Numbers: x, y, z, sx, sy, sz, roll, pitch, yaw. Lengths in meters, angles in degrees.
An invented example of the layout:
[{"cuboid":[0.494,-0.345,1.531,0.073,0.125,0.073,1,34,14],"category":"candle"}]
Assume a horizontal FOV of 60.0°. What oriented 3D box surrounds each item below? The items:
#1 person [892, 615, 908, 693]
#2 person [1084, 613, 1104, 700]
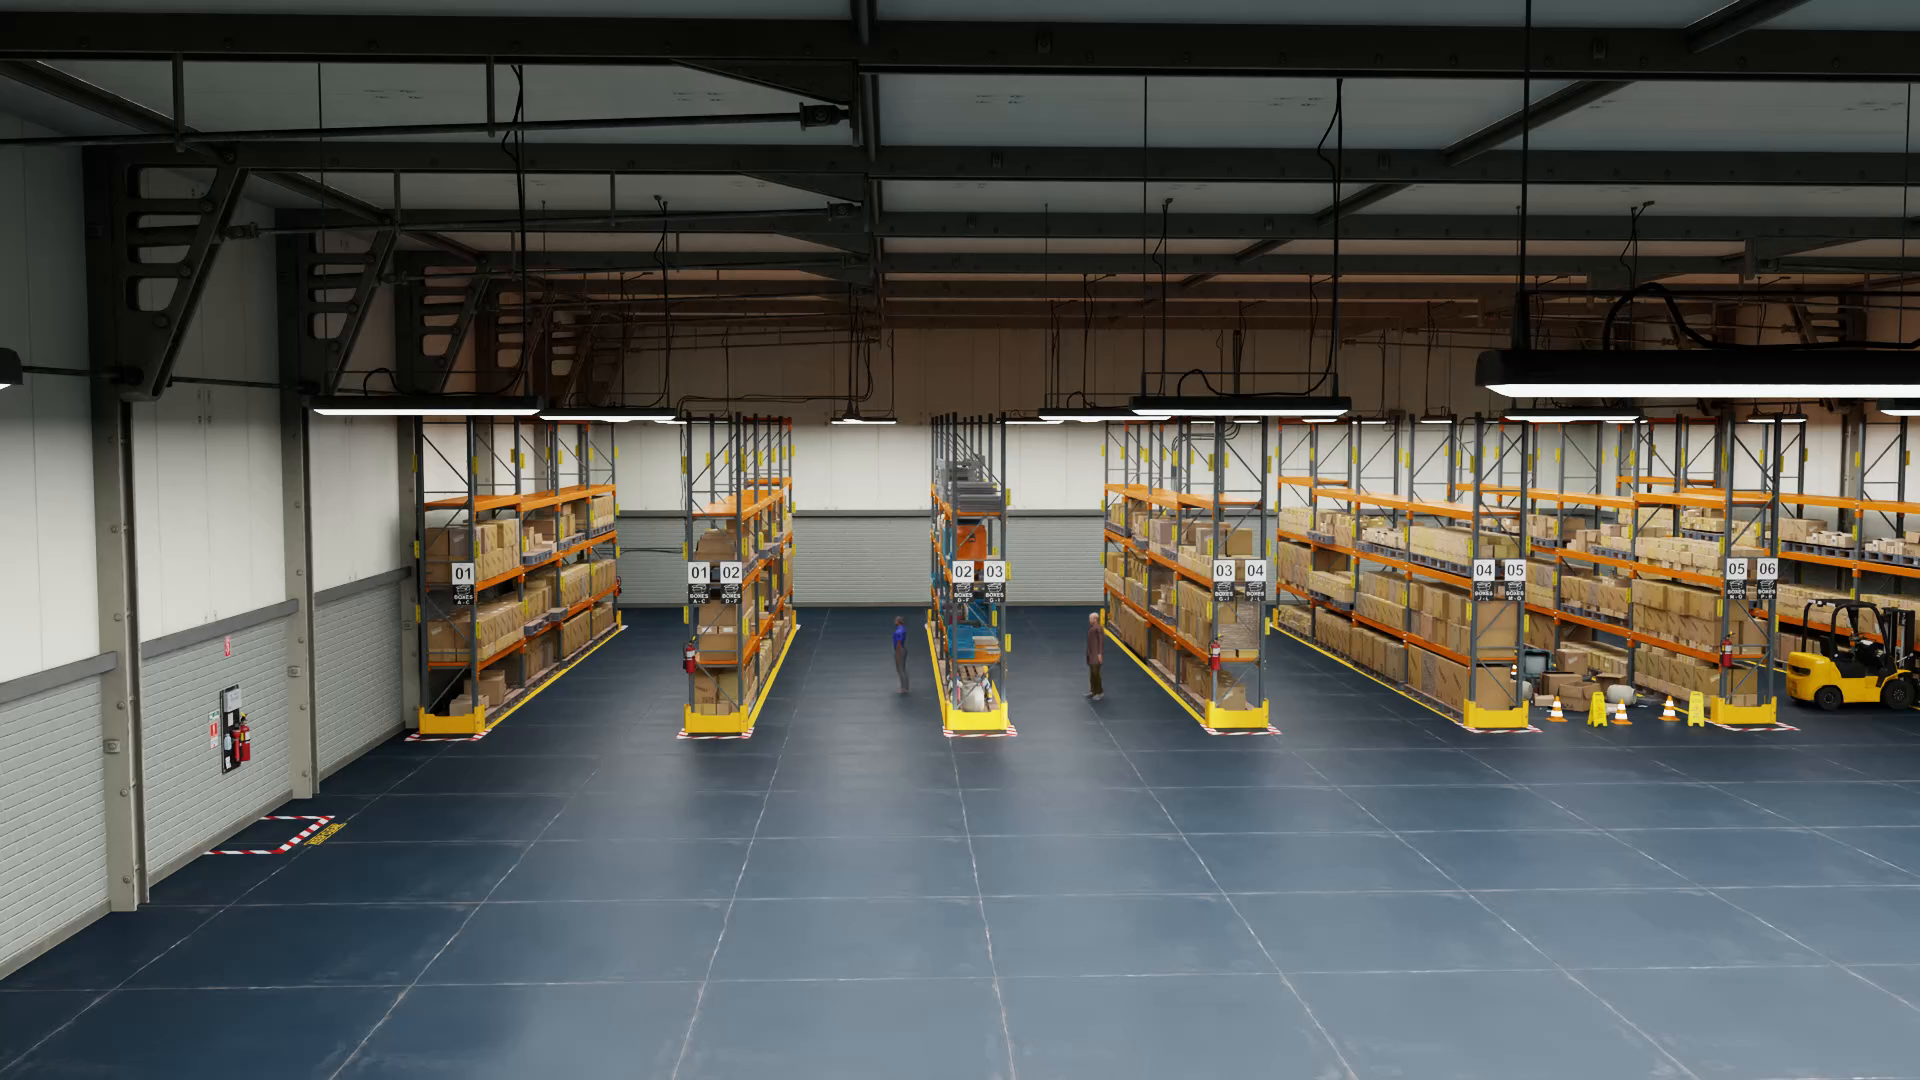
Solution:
[{"cuboid":[-1.281,2.474,35.769,0.345,1.703,0.545,0,4,5],"category":"person"},{"cuboid":[2.809,2.457,35.127,0.401,1.833,0.650,-1,4,-14],"category":"person"}]
